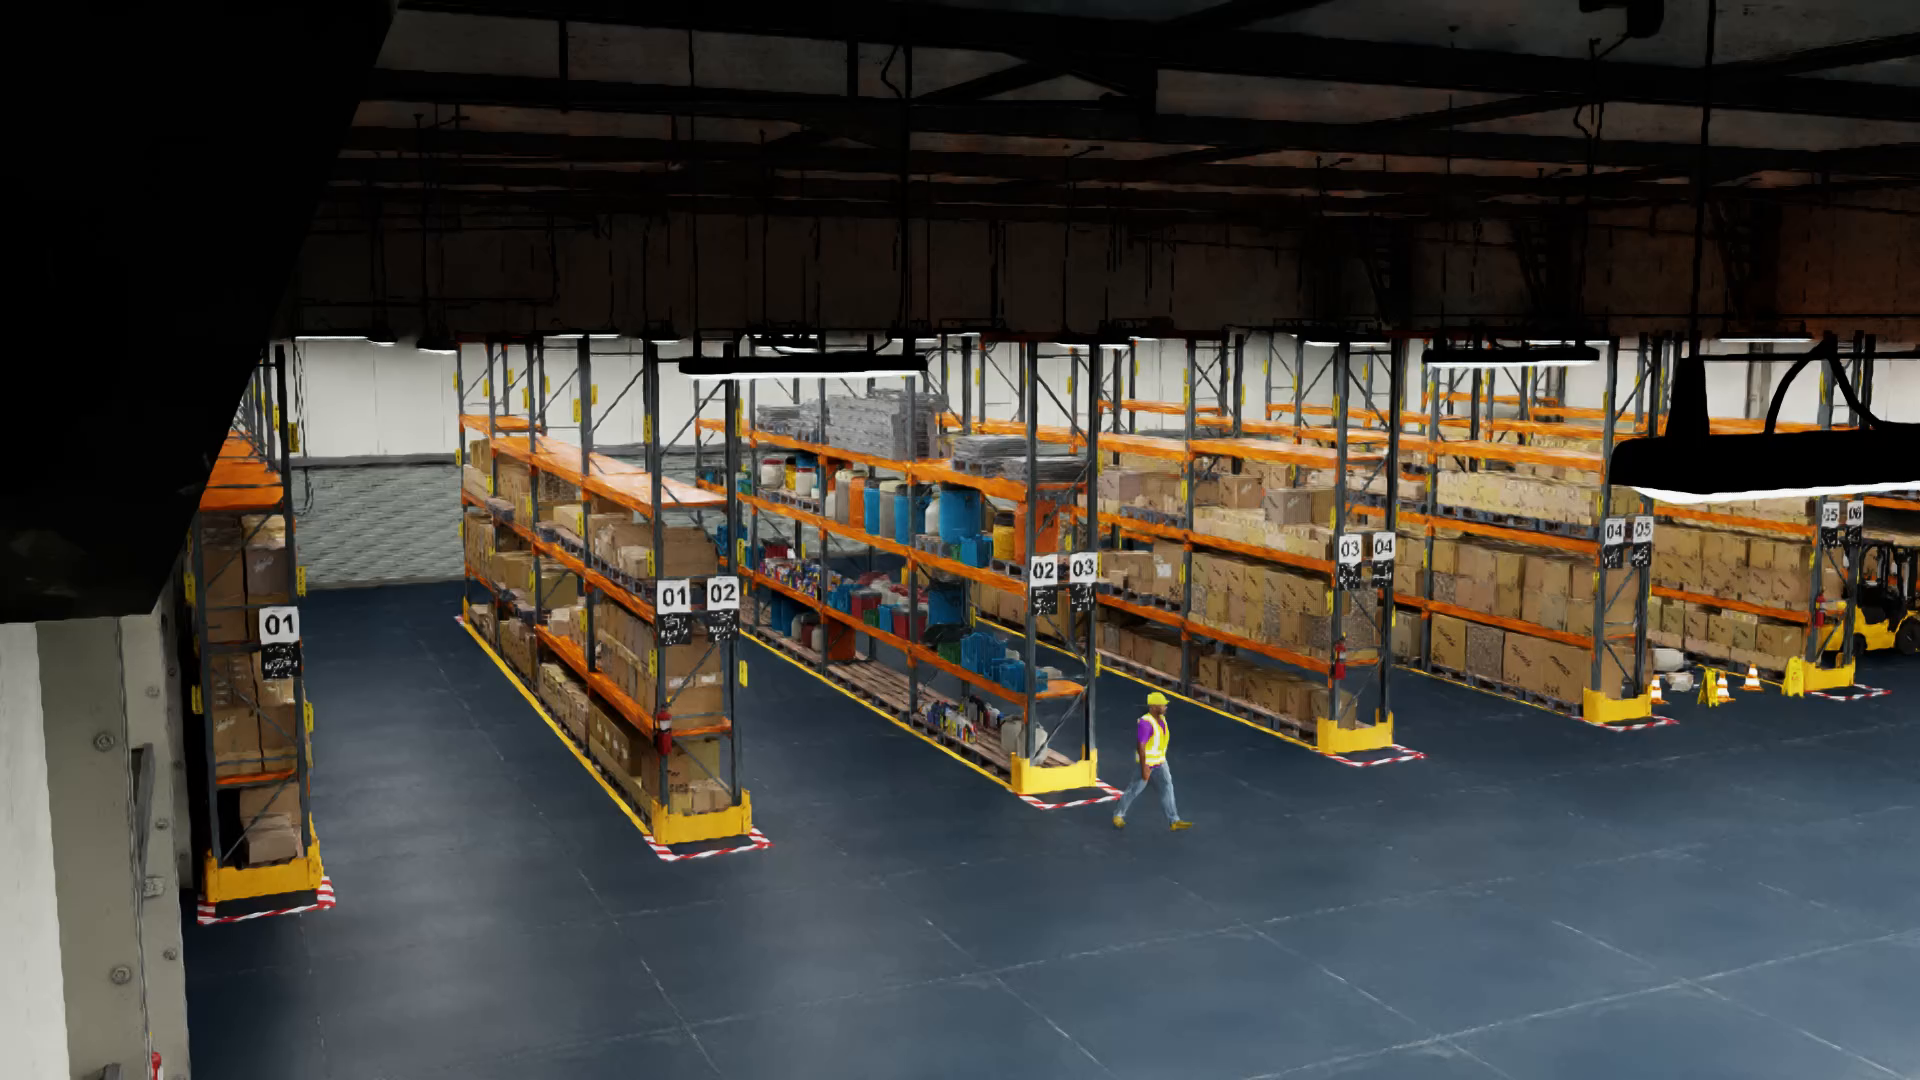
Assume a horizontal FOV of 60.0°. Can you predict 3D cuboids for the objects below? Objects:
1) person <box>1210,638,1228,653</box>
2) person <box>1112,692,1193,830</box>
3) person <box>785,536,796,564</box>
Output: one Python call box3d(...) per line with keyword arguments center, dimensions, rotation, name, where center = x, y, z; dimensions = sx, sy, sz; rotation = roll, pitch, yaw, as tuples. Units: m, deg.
box3d(center=(4.797, 1.439, 30.639), dimensions=(0.542, 1.563, 0.613), rotation=(-5, 9, -32), name="person")
box3d(center=(2.355, 2.726, 20.468), dimensions=(0.940, 1.740, 0.591), rotation=(6, 10, 39), name="person")
box3d(center=(-3.686, 0.680, 35.984), dimensions=(0.455, 1.588, 1.089), rotation=(-4, 9, -26), name="person")
